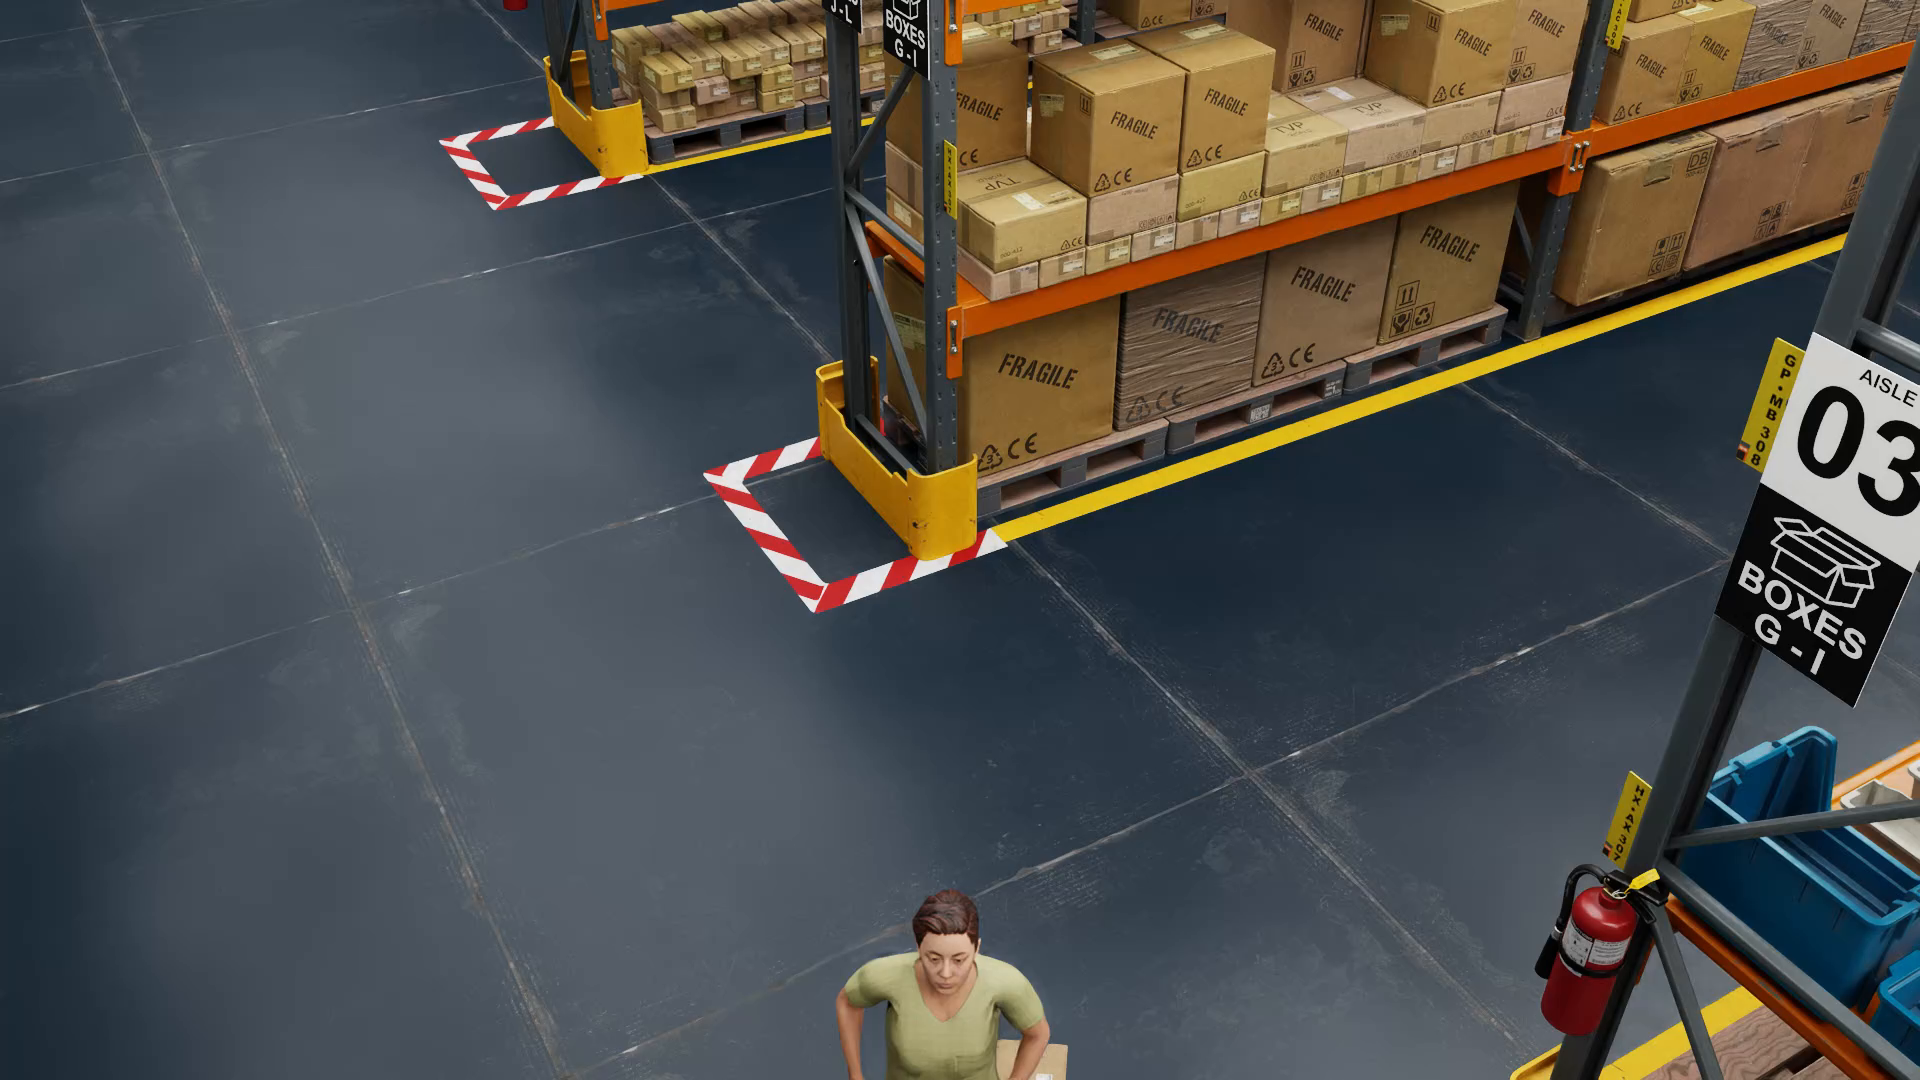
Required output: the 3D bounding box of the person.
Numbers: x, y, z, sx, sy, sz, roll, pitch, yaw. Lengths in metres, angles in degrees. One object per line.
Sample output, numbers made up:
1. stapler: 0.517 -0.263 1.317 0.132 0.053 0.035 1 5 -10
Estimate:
1. person: -0.048 1.624 4.808 0.606 1.620 0.502 -1 37 -1
